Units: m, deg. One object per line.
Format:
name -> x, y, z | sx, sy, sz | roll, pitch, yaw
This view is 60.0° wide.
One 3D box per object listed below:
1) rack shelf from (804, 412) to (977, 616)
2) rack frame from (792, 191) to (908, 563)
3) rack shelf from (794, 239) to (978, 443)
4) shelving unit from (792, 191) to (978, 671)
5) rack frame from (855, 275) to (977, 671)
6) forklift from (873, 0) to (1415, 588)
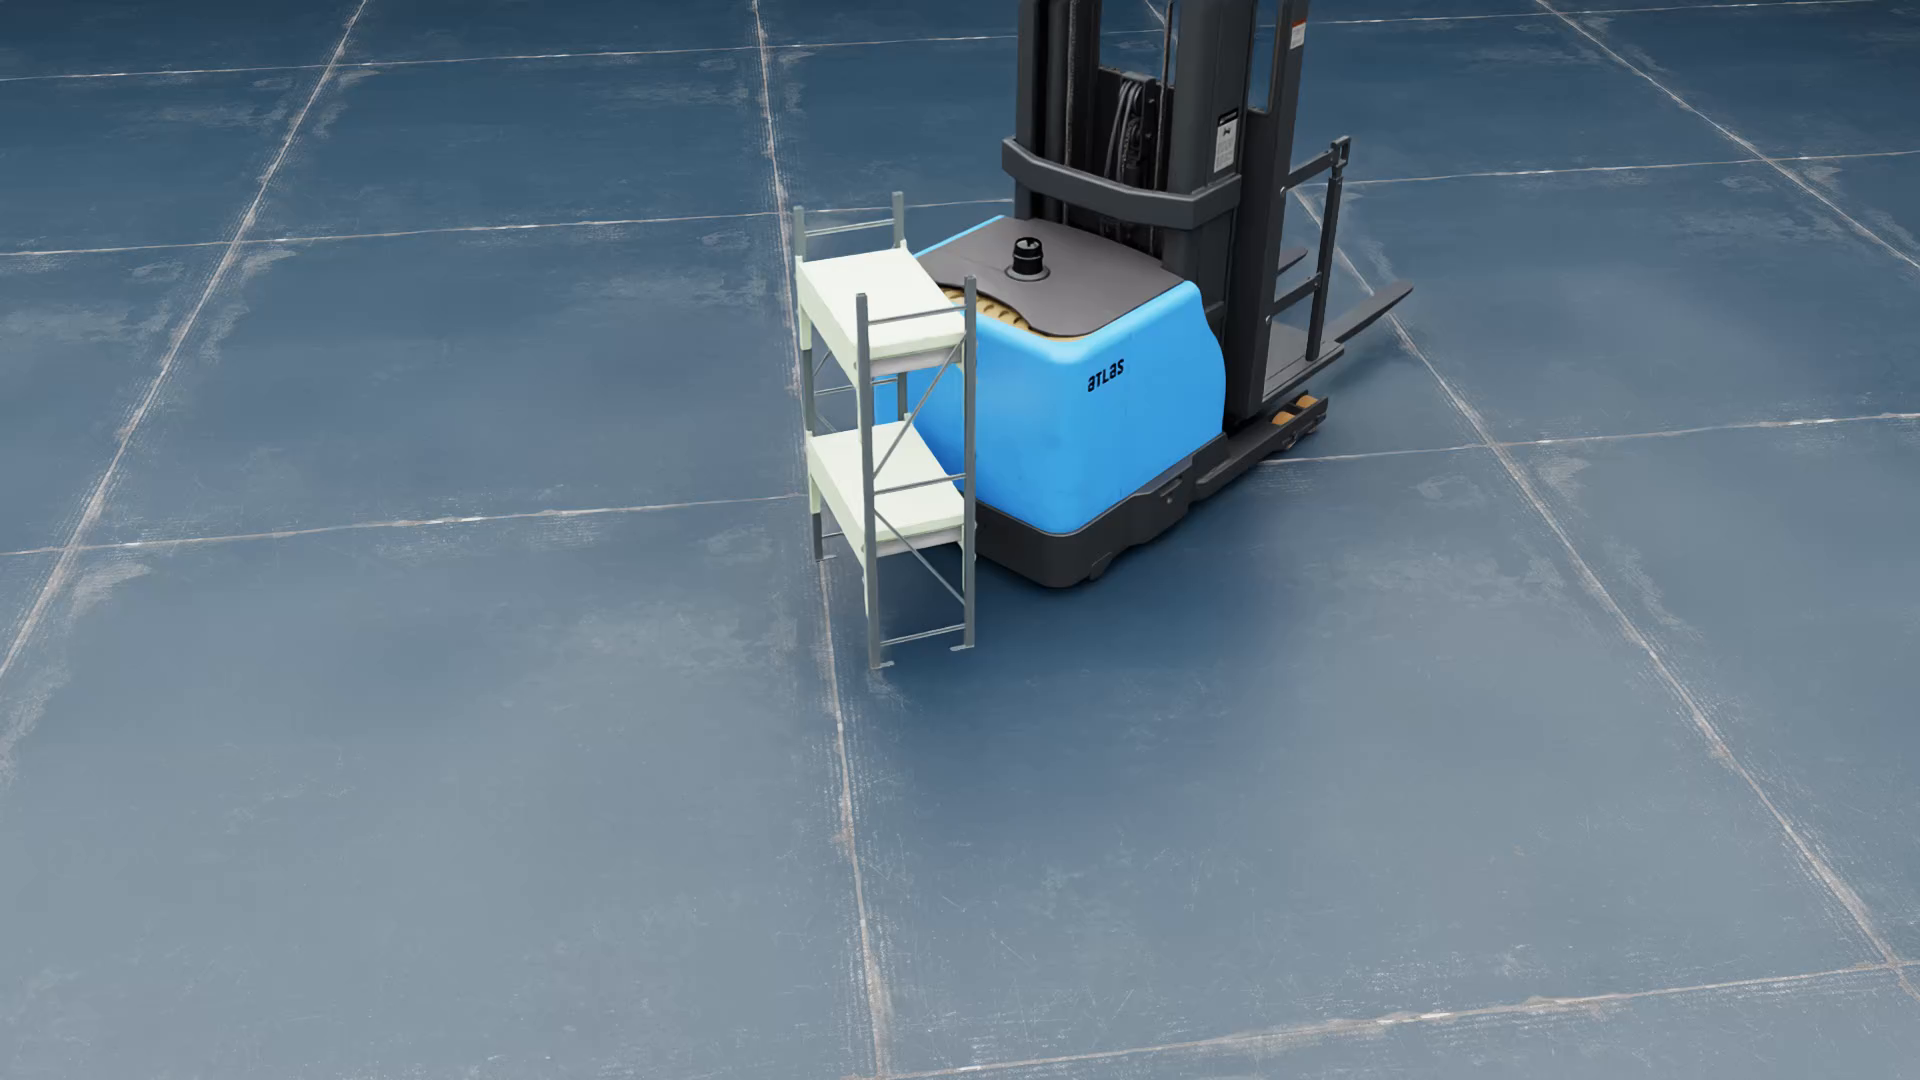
rack shelf -> -0.265, -0.111, 6.160 | 0.431, 0.370, 0.720 | -12, 36, -17
rack frame -> -0.392, -0.573, 6.260 | 0.400, 1.500, 0.023 | -12, 36, -17
rack shelf -> -0.265, -0.703, 5.756 | 0.431, 0.370, 0.720 | -12, 36, -17
shelving unit -> -0.265, -0.380, 5.976 | 0.431, 1.500, 0.755 | -12, 36, -17
rack frame -> -0.138, -0.187, 5.693 | 0.400, 1.500, 0.023 | -12, 36, -17
forklift -> 0.994, -1.778, 6.757 | 1.130, 2.935, 3.031 | 26, 42, 33
